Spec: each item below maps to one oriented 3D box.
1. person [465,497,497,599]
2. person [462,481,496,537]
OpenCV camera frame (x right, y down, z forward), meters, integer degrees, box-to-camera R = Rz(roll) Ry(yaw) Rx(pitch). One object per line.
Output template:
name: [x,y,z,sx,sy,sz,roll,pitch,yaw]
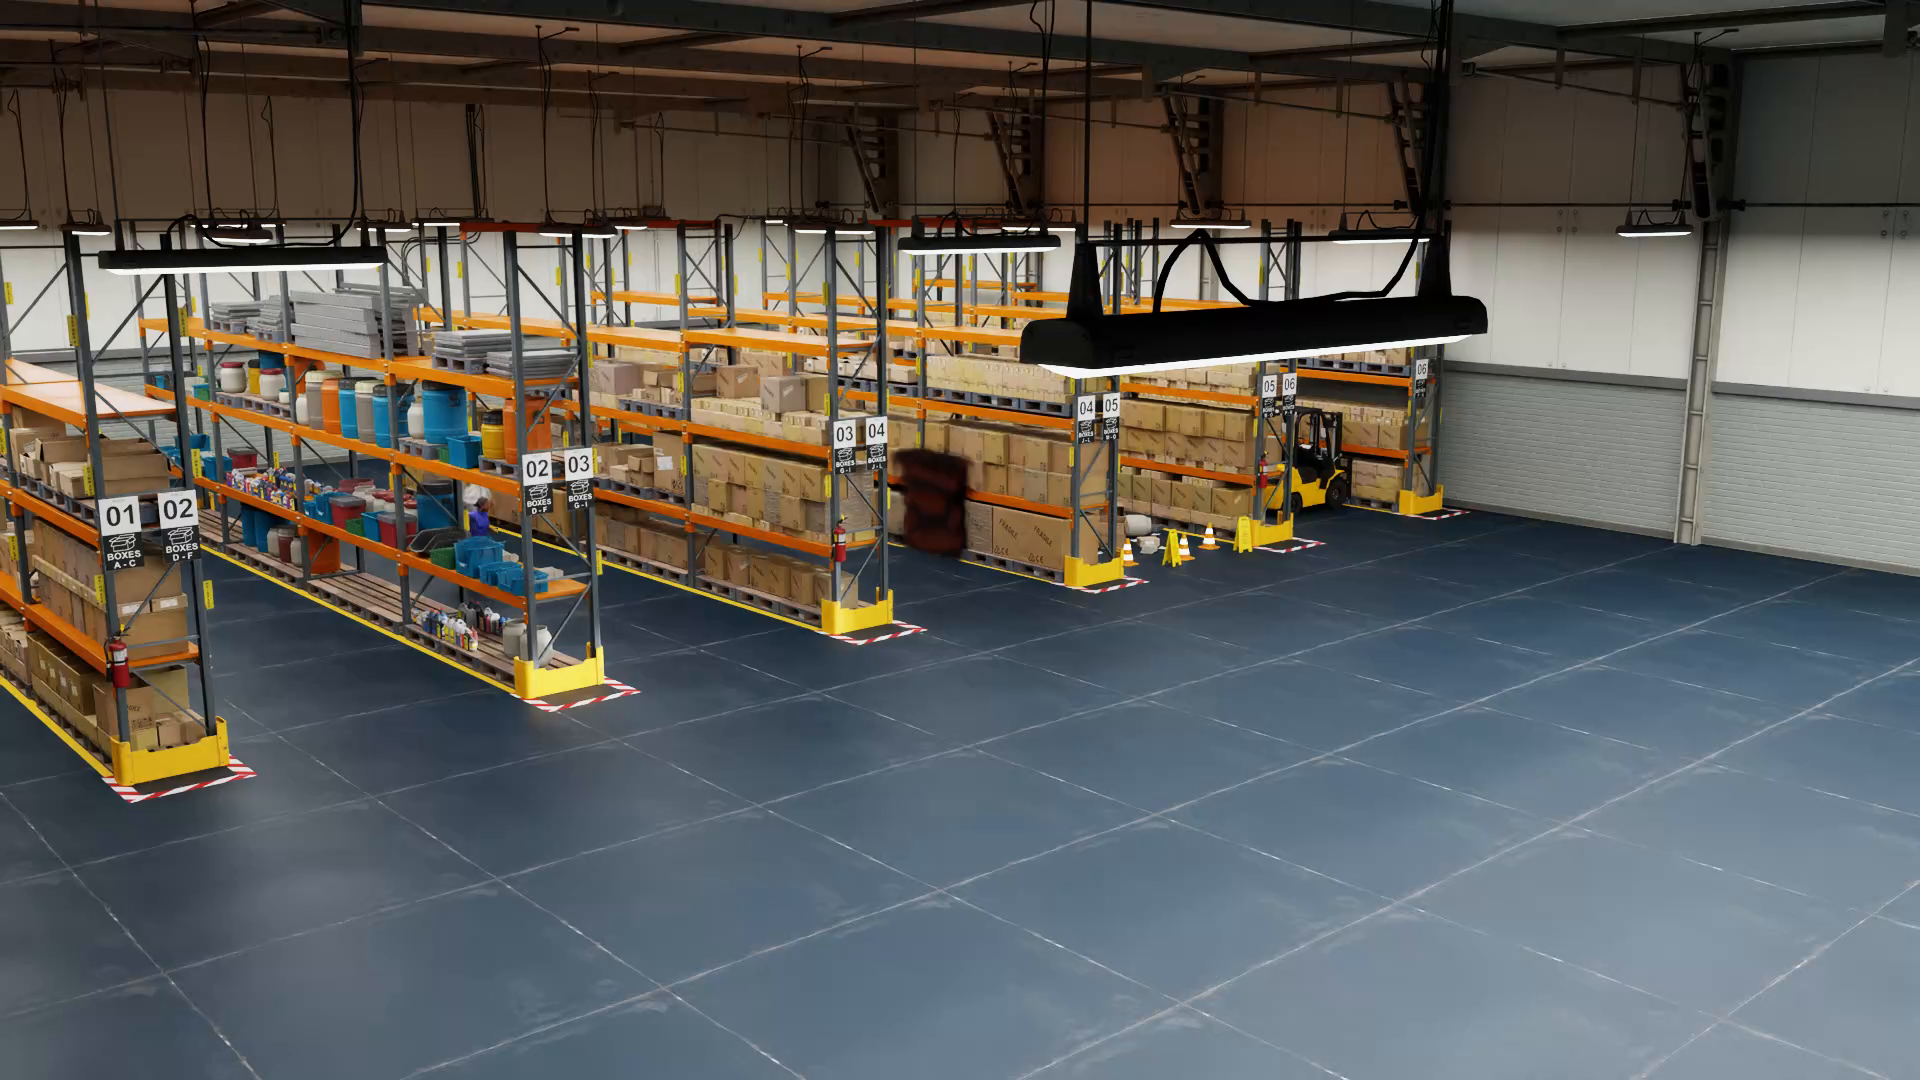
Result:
person: [-7.894,0.091,27.155,0.605,1.606,1.028,-10,15,-42]
person: [-9.012,-0.714,30.999,0.656,1.725,1.045,-10,15,-40]
